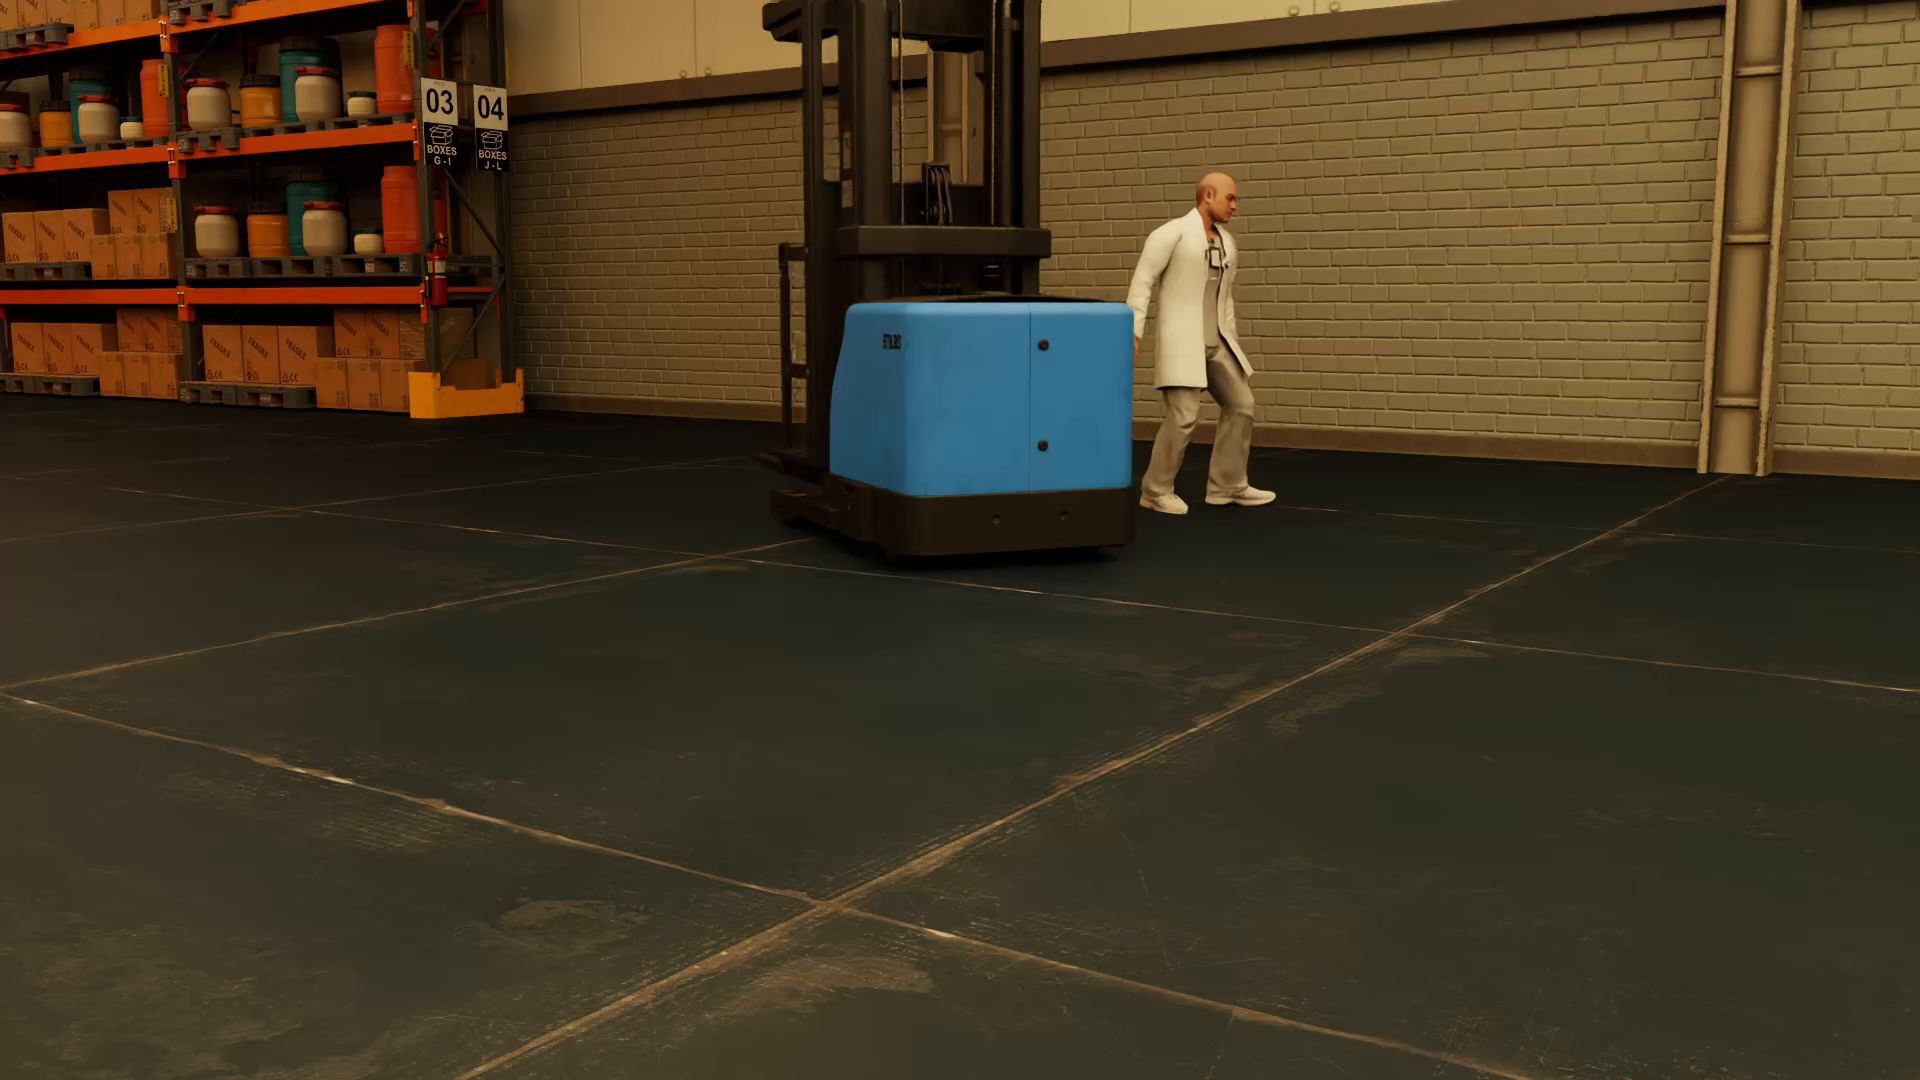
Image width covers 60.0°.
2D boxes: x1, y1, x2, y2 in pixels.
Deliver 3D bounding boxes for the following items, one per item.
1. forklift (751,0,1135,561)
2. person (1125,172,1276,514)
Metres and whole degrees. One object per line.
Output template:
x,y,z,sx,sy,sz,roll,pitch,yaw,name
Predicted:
-0.293,-1.535,7.985,1.130,2.935,3.031,-3,9,-22,forklift
1.220,-1.015,8.645,0.911,1.749,0.473,-6,10,-37,person
